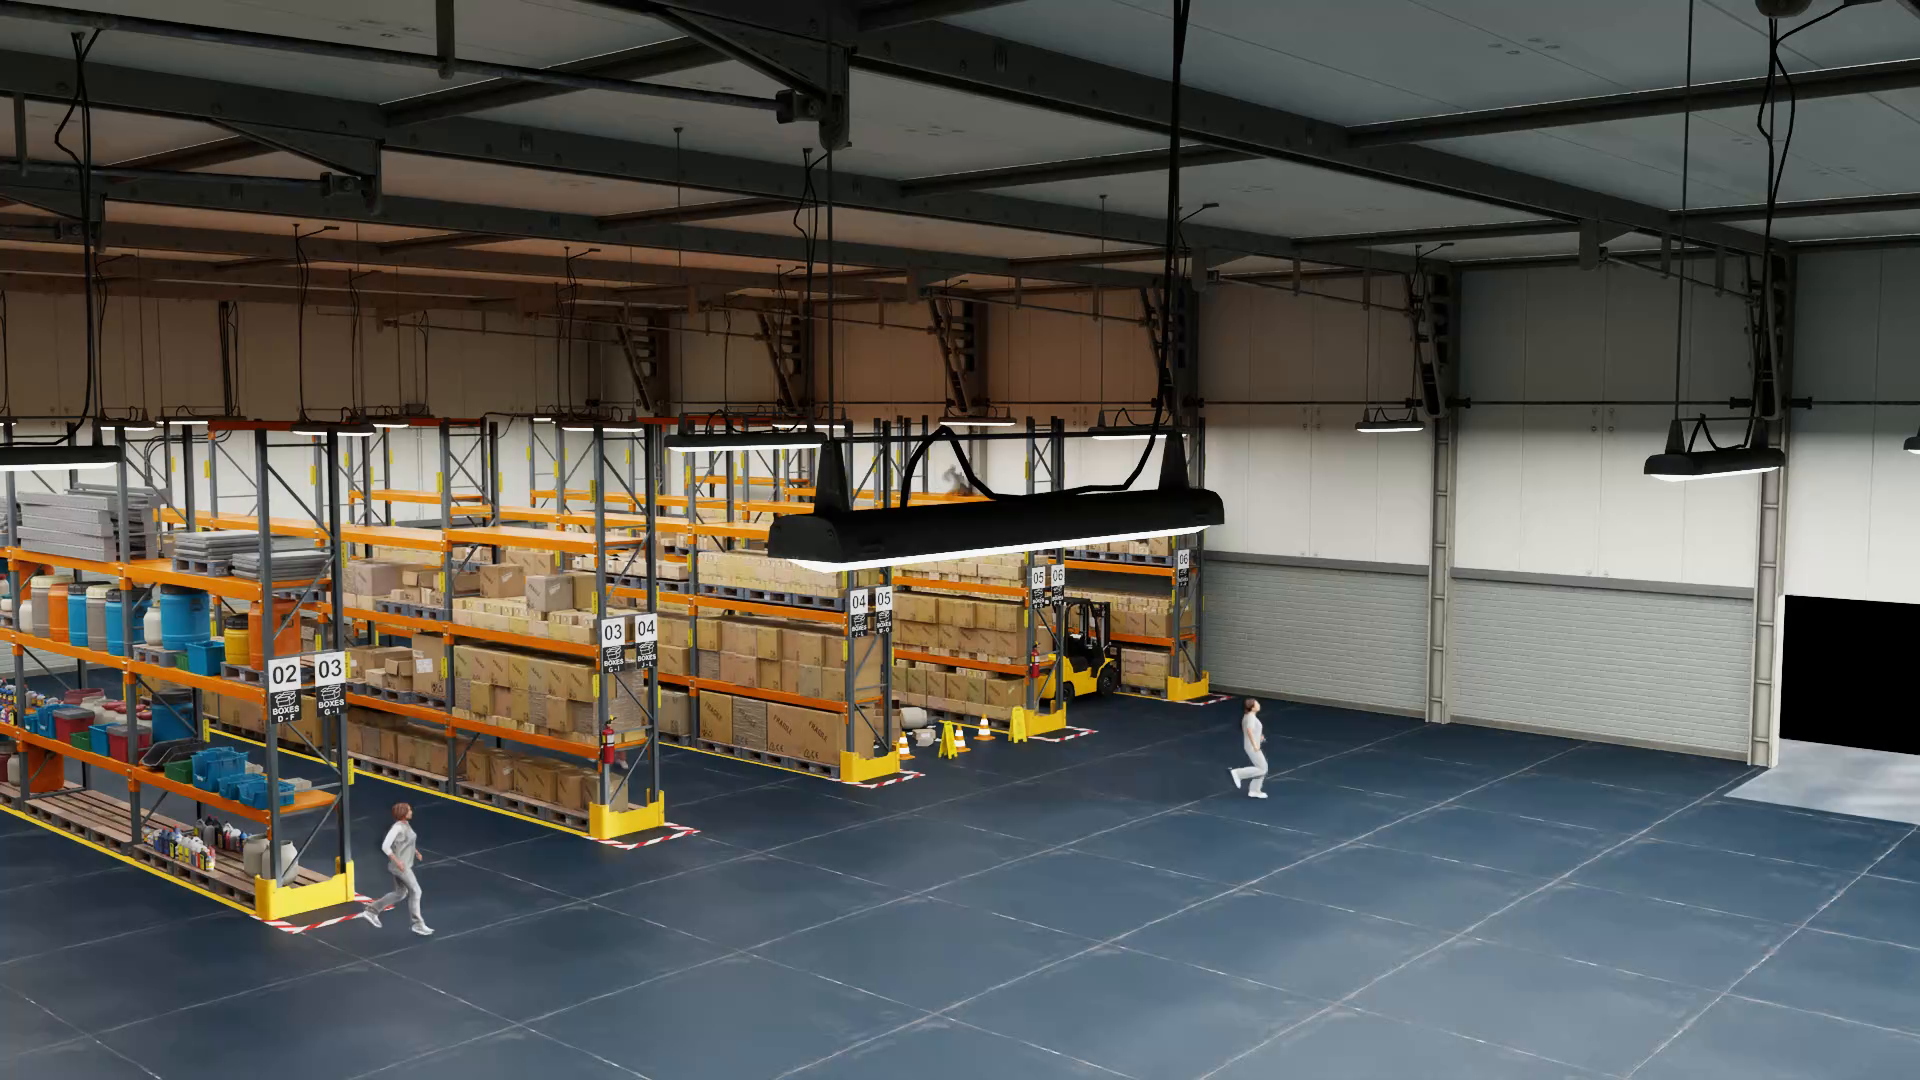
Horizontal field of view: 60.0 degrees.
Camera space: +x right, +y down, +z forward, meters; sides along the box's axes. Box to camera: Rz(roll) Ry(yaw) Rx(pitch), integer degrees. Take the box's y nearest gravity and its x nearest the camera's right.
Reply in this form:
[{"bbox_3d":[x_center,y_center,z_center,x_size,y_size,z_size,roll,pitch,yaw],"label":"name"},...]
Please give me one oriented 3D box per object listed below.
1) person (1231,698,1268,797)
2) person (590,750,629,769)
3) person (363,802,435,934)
[{"bbox_3d":[4.629,3.322,26.600,0.620,1.600,0.565,0,5,-1],"label":"person"},{"bbox_3d":[-6.118,3.098,28.898,0.902,1.708,0.581,4,6,38],"label":"person"},{"bbox_3d":[-6.683,3.920,19.753,0.815,1.583,0.559,-1,5,-13],"label":"person"}]
